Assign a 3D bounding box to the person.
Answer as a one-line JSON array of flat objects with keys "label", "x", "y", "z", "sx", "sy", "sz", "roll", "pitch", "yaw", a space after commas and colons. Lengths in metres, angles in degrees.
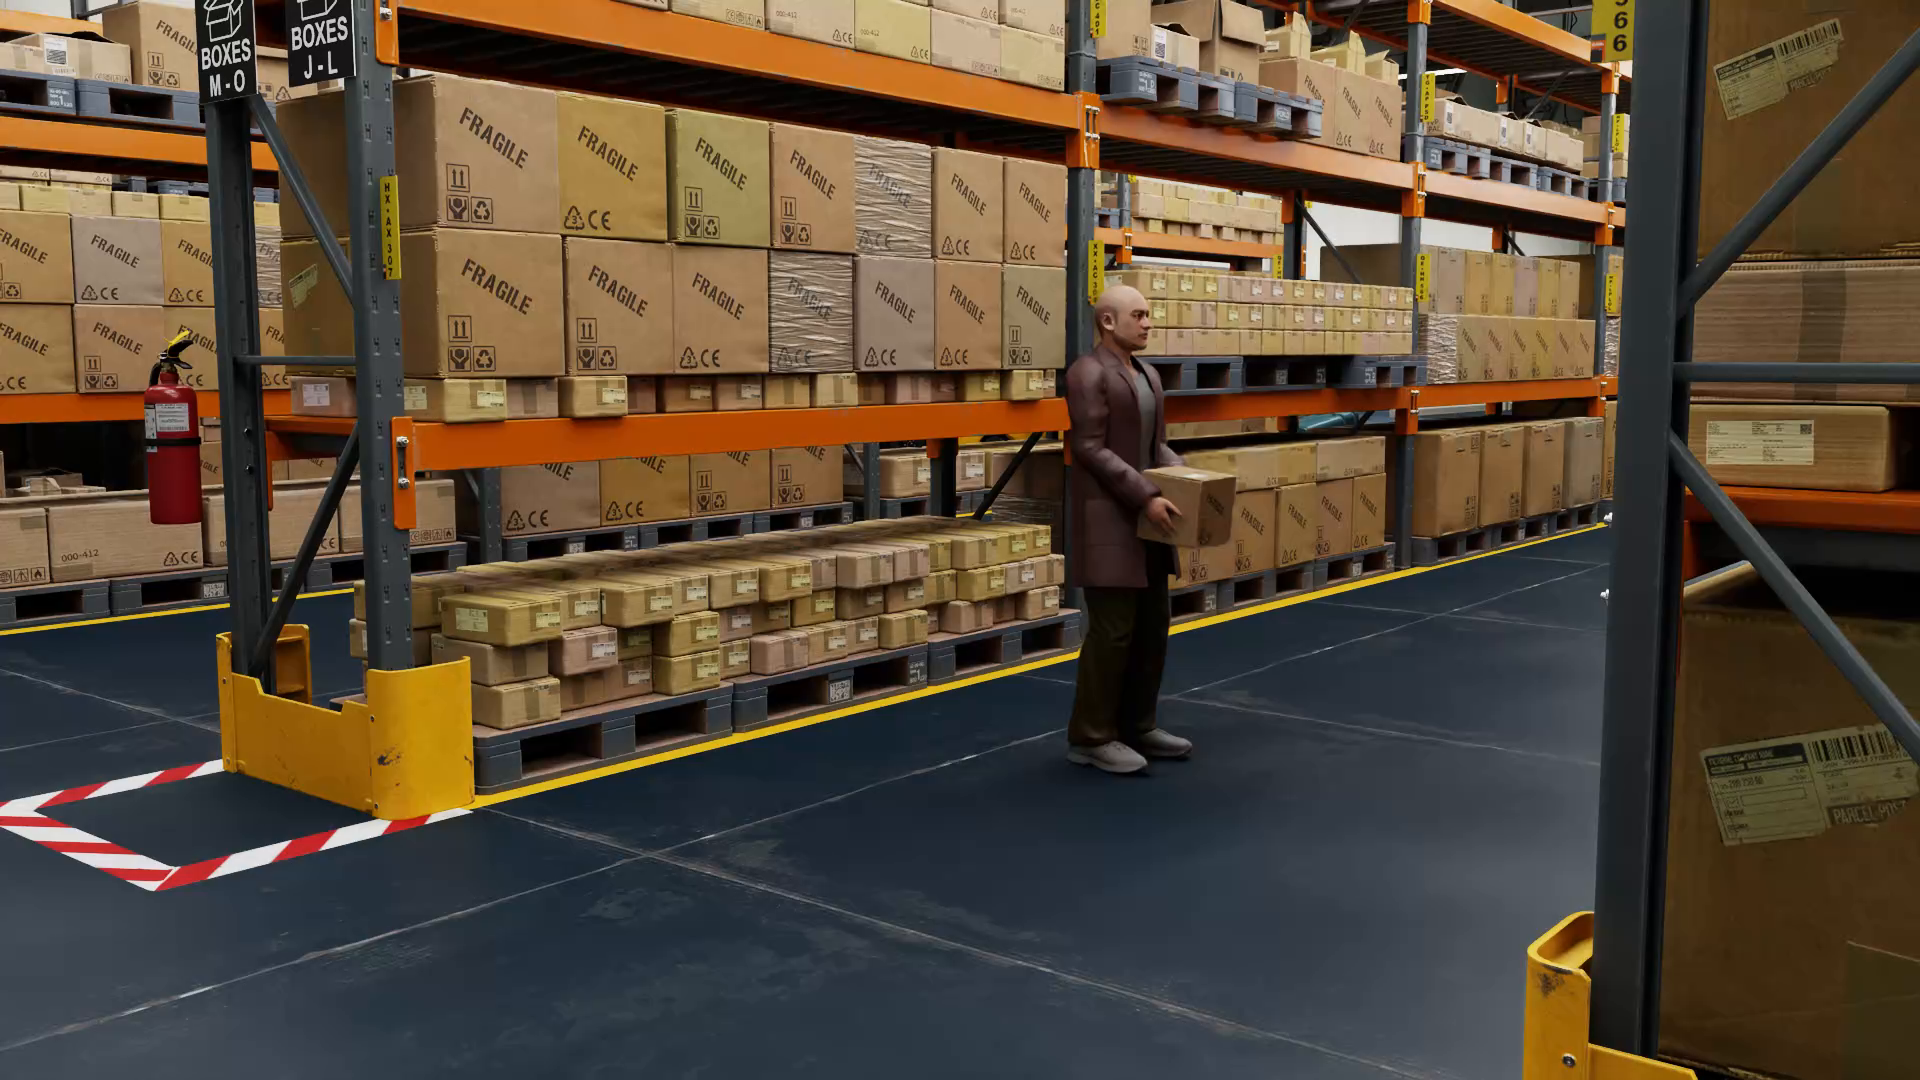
[{"label": "person", "x": 0.674, "y": -0.050, "z": 6.185, "sx": 0.508, "sy": 1.782, "sz": 0.563, "roll": 5, "pitch": 8, "yaw": 38}]
